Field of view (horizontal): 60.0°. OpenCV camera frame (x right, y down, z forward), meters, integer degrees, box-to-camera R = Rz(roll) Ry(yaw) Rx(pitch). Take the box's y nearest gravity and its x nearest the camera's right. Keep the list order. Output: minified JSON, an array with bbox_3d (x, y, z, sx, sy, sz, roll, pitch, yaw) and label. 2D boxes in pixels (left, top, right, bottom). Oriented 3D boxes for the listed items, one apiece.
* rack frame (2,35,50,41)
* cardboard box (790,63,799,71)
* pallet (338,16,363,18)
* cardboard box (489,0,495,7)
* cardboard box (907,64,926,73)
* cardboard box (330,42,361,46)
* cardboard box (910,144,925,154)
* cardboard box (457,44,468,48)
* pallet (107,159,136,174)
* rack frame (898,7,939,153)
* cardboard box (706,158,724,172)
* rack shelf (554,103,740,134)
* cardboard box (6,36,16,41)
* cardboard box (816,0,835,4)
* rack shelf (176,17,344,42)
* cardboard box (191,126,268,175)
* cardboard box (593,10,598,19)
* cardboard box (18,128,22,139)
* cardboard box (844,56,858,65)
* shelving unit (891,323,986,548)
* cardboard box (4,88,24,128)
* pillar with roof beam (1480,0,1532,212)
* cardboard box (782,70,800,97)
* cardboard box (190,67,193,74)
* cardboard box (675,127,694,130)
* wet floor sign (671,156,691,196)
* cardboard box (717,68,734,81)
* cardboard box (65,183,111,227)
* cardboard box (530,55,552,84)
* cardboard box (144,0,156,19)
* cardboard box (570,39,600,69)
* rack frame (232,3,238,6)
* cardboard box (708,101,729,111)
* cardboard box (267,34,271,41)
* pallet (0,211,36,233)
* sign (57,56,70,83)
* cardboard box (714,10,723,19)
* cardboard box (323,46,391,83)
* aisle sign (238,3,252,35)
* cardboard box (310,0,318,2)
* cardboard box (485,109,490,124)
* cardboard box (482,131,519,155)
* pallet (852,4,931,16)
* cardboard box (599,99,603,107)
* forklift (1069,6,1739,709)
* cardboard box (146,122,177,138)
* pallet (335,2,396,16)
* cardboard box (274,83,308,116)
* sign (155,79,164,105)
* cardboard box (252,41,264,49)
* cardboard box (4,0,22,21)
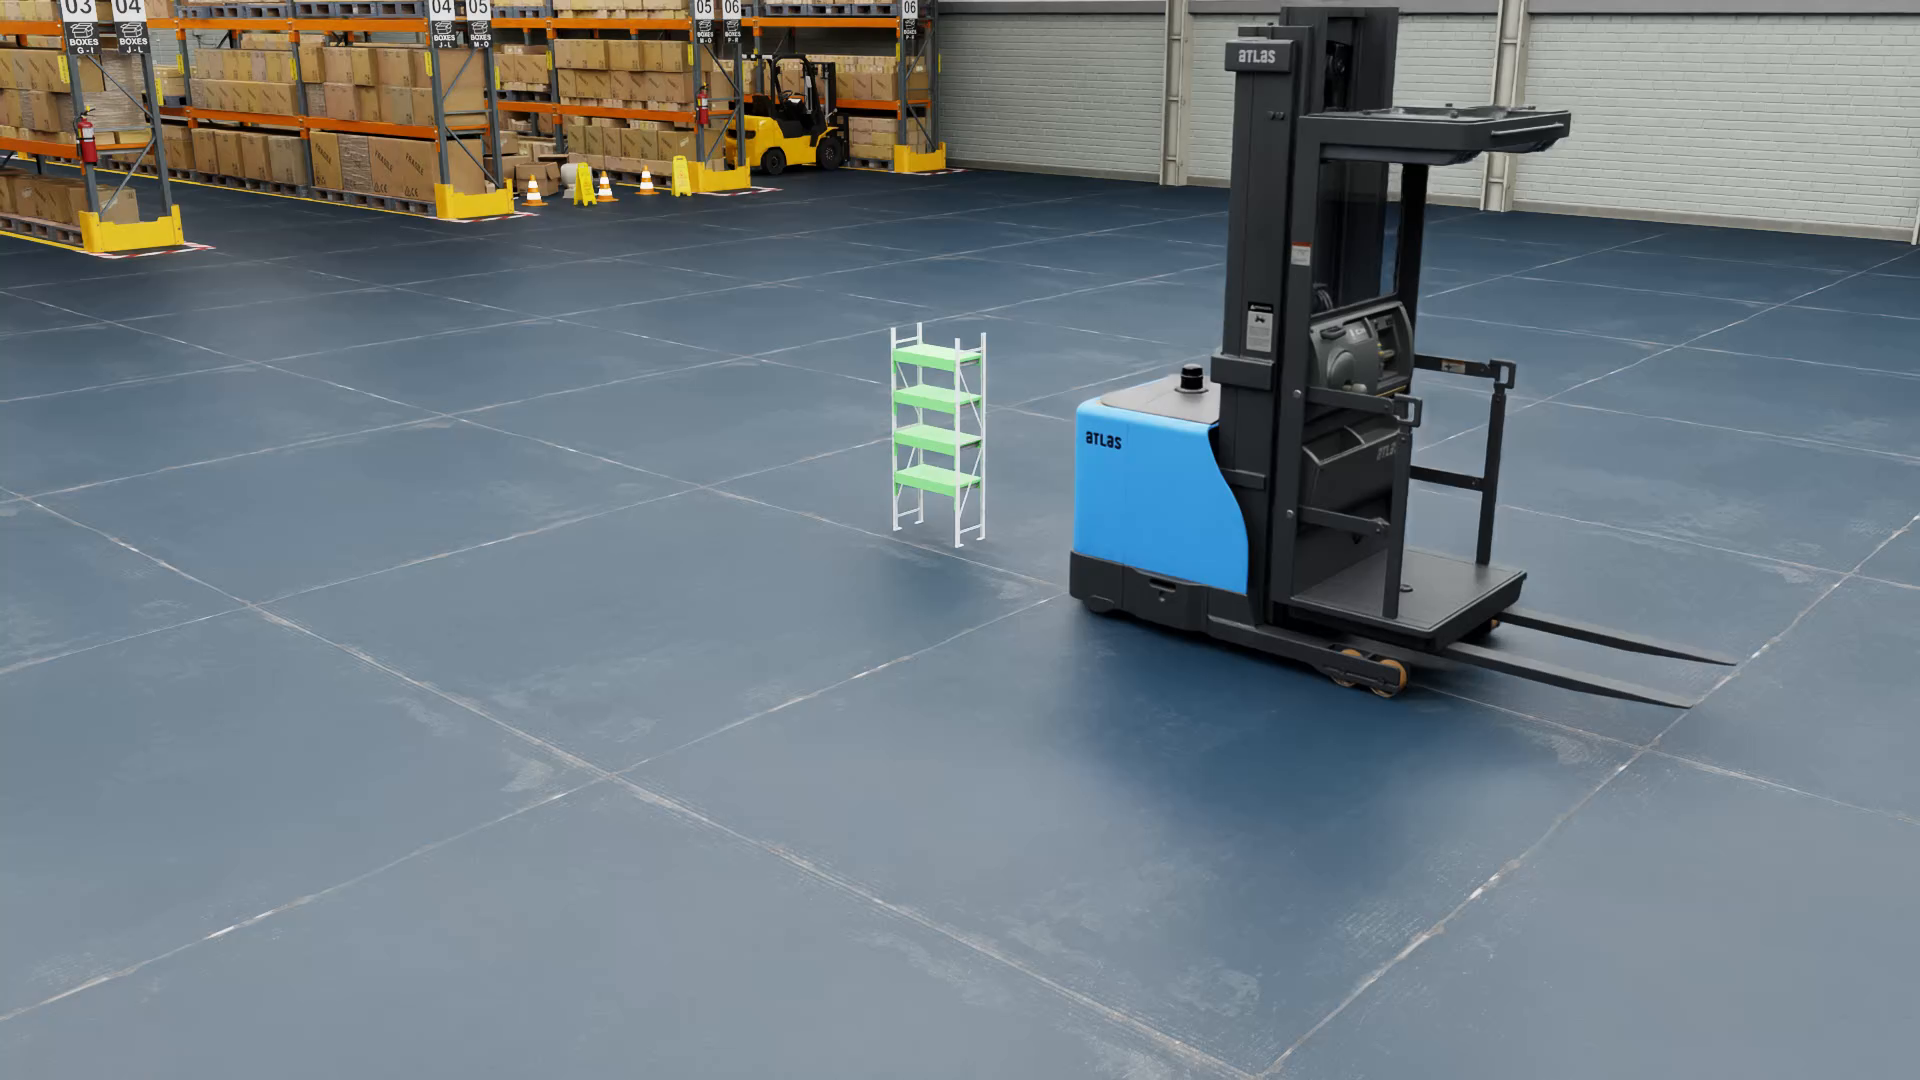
[{"bbox_3d":[-19.256,-9.531,34.686,0.127,3.000,1.000,15,23,39],"label":"rack frame"},{"bbox_3d":[-3.172,-9.455,33.208,0.250,0.149,0.380,16,23,40],"label":"cardboard box"},{"bbox_3d":[-12.336,-11.034,34.778,1.217,0.209,0.805,14,22,37],"label":"pallet"},{"bbox_3d":[-8.903,-10.244,31.803,0.637,0.503,0.797,15,23,39],"label":"cardboard box"},{"bbox_3d":[-0.869,-9.066,31.983,0.250,0.149,0.380,14,23,38],"label":"cardboard box"},{"bbox_3d":[-12.916,-10.239,35.098,0.500,0.500,0.500,15,23,40],"label":"cardboard box"},{"bbox_3d":[-1.025,-7.615,32.499,0.500,0.250,0.500,15,23,39],"label":"cardboard box"},{"bbox_3d":[-10.269,-9.744,33.537,0.500,0.500,0.500,14,22,37],"label":"cardboard box"},{"bbox_3d":[-15.681,-7.243,32.085,1.213,0.211,1.003,15,23,39],"label":"pallet"},{"bbox_3d":[-0.787,-8.583,31.697,0.127,3.000,1.000,15,23,39],"label":"rack frame"},{"bbox_3d":[-4.499,-6.573,29.216,0.500,0.250,0.500,15,23,39],"label":"cardboard box"},{"bbox_3d":[-5.575,-7.518,29.530,4.000,0.370,1.077,15,23,39],"label":"rack shelf"},{"bbox_3d":[-19.097,-10.047,34.001,0.500,0.500,0.500,15,23,39],"label":"cardboard box"},{"bbox_3d":[-2.392,-10.698,32.372,0.637,0.503,0.797,16,24,41],"label":"cardboard box"},{"bbox_3d":[-11.777,-8.610,28.014,4.000,0.370,1.077,15,23,39],"label":"rack shelf"},{"bbox_3d":[-12.877,-6.910,29.452,0.750,0.750,1.050,15,23,39],"label":"cardboard box"},{"bbox_3d":[-6.230,-9.249,29.251,0.250,0.149,0.380,14,22,38],"label":"cardboard box"},{"bbox_3d":[-12.340,-5.451,22.244,0.250,0.149,0.380,15,23,39],"label":"cardboard box"},{"bbox_3d":[-2.019,-9.288,32.191,0.250,0.149,0.380,16,23,41],"label":"cardboard box"},{"bbox_3d":[-0.124,-0.605,9.535,0.503,1.200,0.258,15,23,39],"label":"shelving unit"},{"bbox_3d":[-12.215,-5.809,22.301,0.500,0.500,0.875,15,23,39],"label":"cardboard box"},{"bbox_3d":[5.408,-8.402,21.211,0.400,9.000,9.100,15,23,39],"label":"pillar with roof beam"},{"bbox_3d":[-3.220,-9.184,33.428,0.500,0.500,0.500,16,23,40],"label":"cardboard box"},{"bbox_3d":[-13.873,-8.529,30.266,0.250,0.149,0.380,15,23,39],"label":"cardboard box"},{"bbox_3d":[-4.911,-7.039,29.444,0.500,0.500,0.500,14,22,37],"label":"cardboard box"},{"bbox_3d":[-4.647,-6.057,27.629,0.267,0.644,0.232,-9,20,-27],"label":"wet floor sign"},{"bbox_3d":[-4.705,-9.695,34.623,0.500,0.250,0.500,14,23,38],"label":"cardboard box"},{"bbox_3d":[-11.583,-4.467,22.166,0.500,0.500,0.500,-11,21,-31],"label":"cardboard box"},{"bbox_3d":[-7.569,-8.692,30.691,0.500,0.500,0.500,15,23,38],"label":"cardboard box"},{"bbox_3d":[-14.251,-9.557,29.643,0.500,0.500,0.500,15,23,39],"label":"cardboard box"},{"bbox_3d":[-6.518,-8.683,29.703,0.500,0.500,0.700,15,23,40],"label":"cardboard box"},{"bbox_3d":[-16.046,-13.531,37.371,0.127,3.000,1.000,15,23,39],"label":"rack frame"},{"bbox_3d":[-4.196,-7.454,28.556,0.250,0.149,0.380,15,23,39],"label":"cardboard box"},{"bbox_3d":[-15.162,-11.167,36.949,0.250,0.149,0.380,15,23,40],"label":"cardboard box"},{"bbox_3d":[-13.123,-4.564,23.644,1.213,0.211,1.003,15,23,39],"label":"pallet"},{"bbox_3d":[-11.040,-5.798,20.485,0.005,0.325,0.100,15,23,39],"label":"sign"},{"bbox_3d":[-4.112,-8.909,28.181,0.250,0.149,0.380,15,23,39],"label":"cardboard box"},{"bbox_3d":[-9.539,-7.542,26.385,0.550,0.550,0.875,15,23,39],"label":"cardboard box"},{"bbox_3d":[-16.292,-11.859,37.724,0.004,0.787,0.394,15,23,39],"label":"aisle sign"},{"bbox_3d":[-9.854,-8.428,25.805,0.250,0.149,0.380,15,23,39],"label":"cardboard box"},{"bbox_3d":[-11.417,-10.351,40.705,0.500,0.500,0.500,16,23,40],"label":"cardboard box"},{"bbox_3d":[-8.230,-7.023,29.662,0.500,0.500,0.500,15,23,39],"label":"cardboard box"},{"bbox_3d":[-1.299,-10.118,31.722,1.213,0.211,1.003,15,23,39],"label":"pallet"},{"bbox_3d":[-6.224,-7.817,29.700,0.250,0.149,0.380,15,23,39],"label":"cardboard box"},{"bbox_3d":[2.012,-0.877,7.529,3.031,2.935,1.130,14,23,38],"label":"forklift"},{"bbox_3d":[-14.713,-7.574,30.716,0.500,0.250,0.500,16,23,41],"label":"cardboard box"},{"bbox_3d":[-8.768,-8.098,25.356,1.213,0.211,1.003,15,23,39],"label":"pallet"},{"bbox_3d":[-10.849,-7.214,27.218,0.500,0.500,0.500,15,23,39],"label":"cardboard box"},{"bbox_3d":[-10.297,-5.752,21.347,0.005,0.325,0.100,15,23,39],"label":"sign"},{"bbox_3d":[-15.485,-10.933,37.283,0.500,0.500,0.500,14,23,38],"label":"cardboard box"},{"bbox_3d":[-11.939,-6.819,21.428,0.500,0.250,0.500,16,23,40],"label":"cardboard box"}]
